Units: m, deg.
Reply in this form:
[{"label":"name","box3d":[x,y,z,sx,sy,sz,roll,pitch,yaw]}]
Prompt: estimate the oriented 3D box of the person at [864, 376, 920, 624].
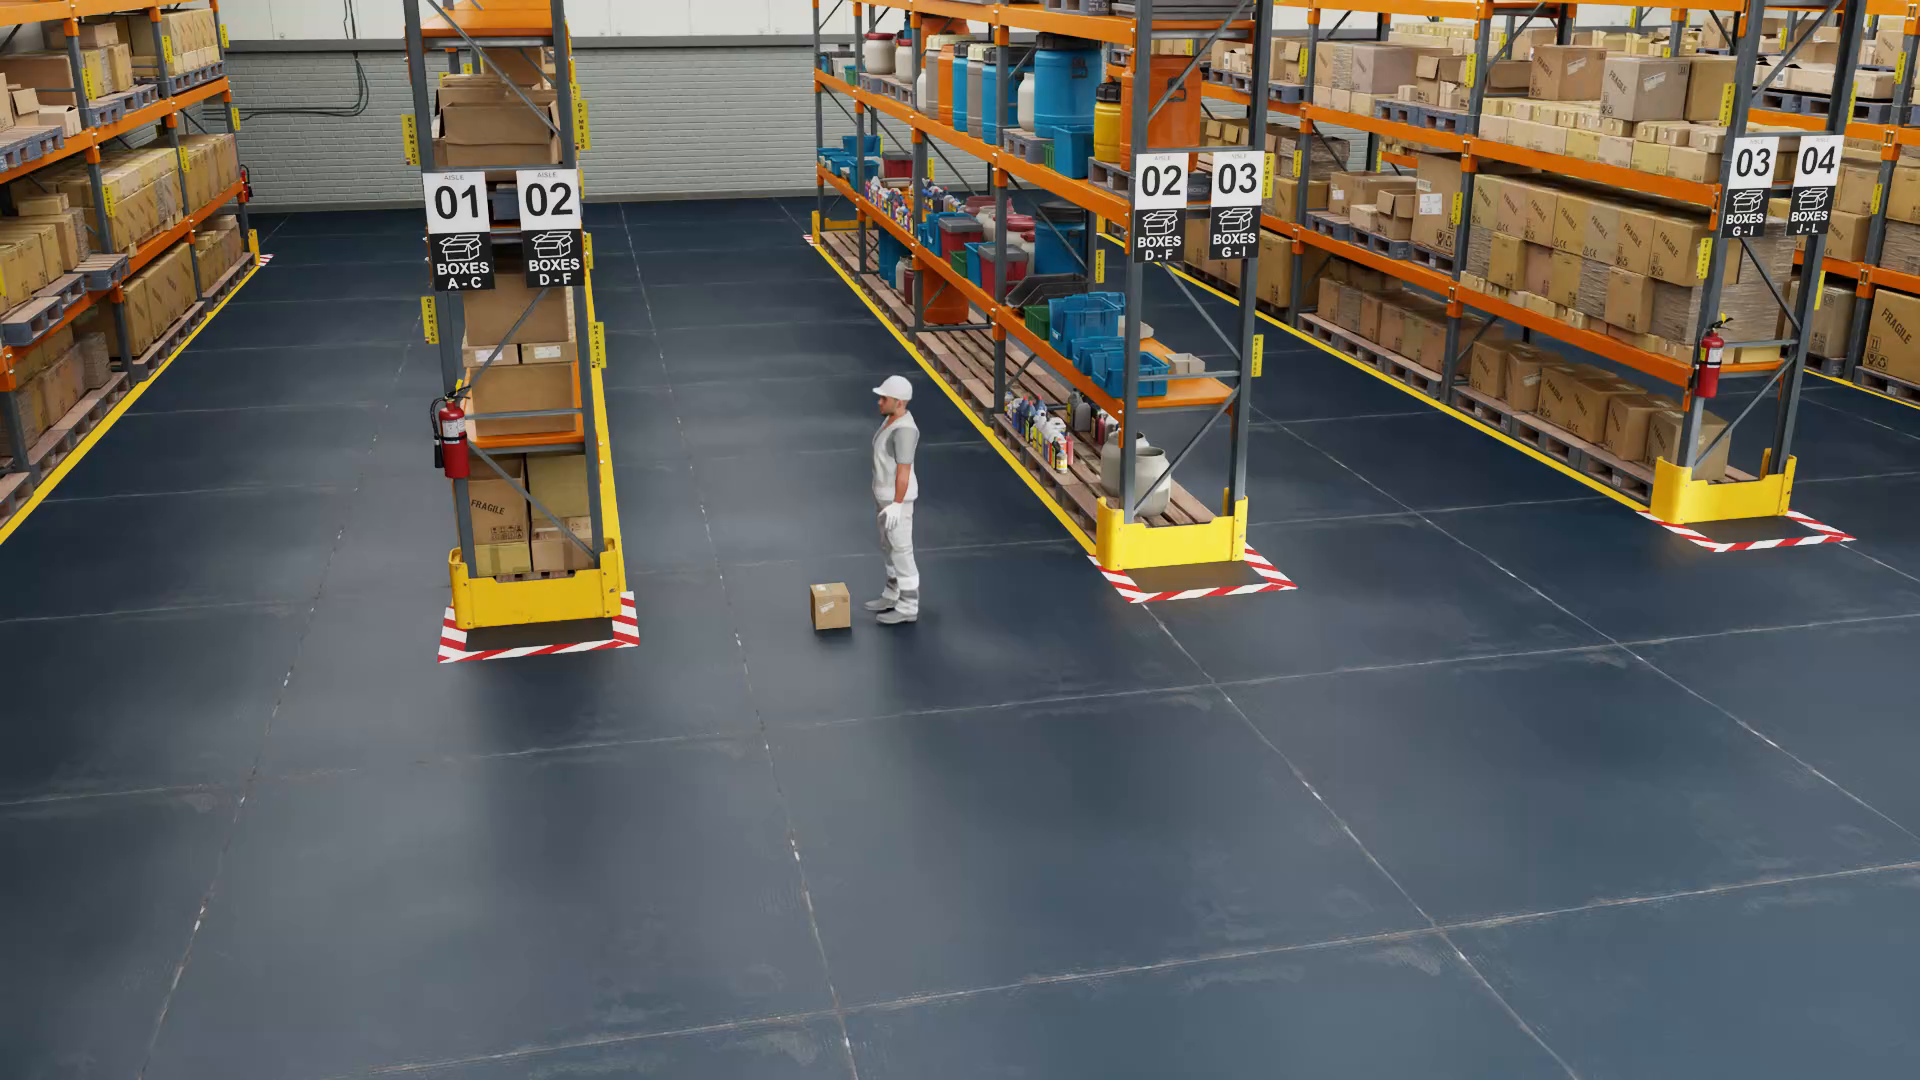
[{"label":"person","box3d":[-0.489,-0.288,11.840,0.376,1.798,0.528,-4,20,-12]}]
